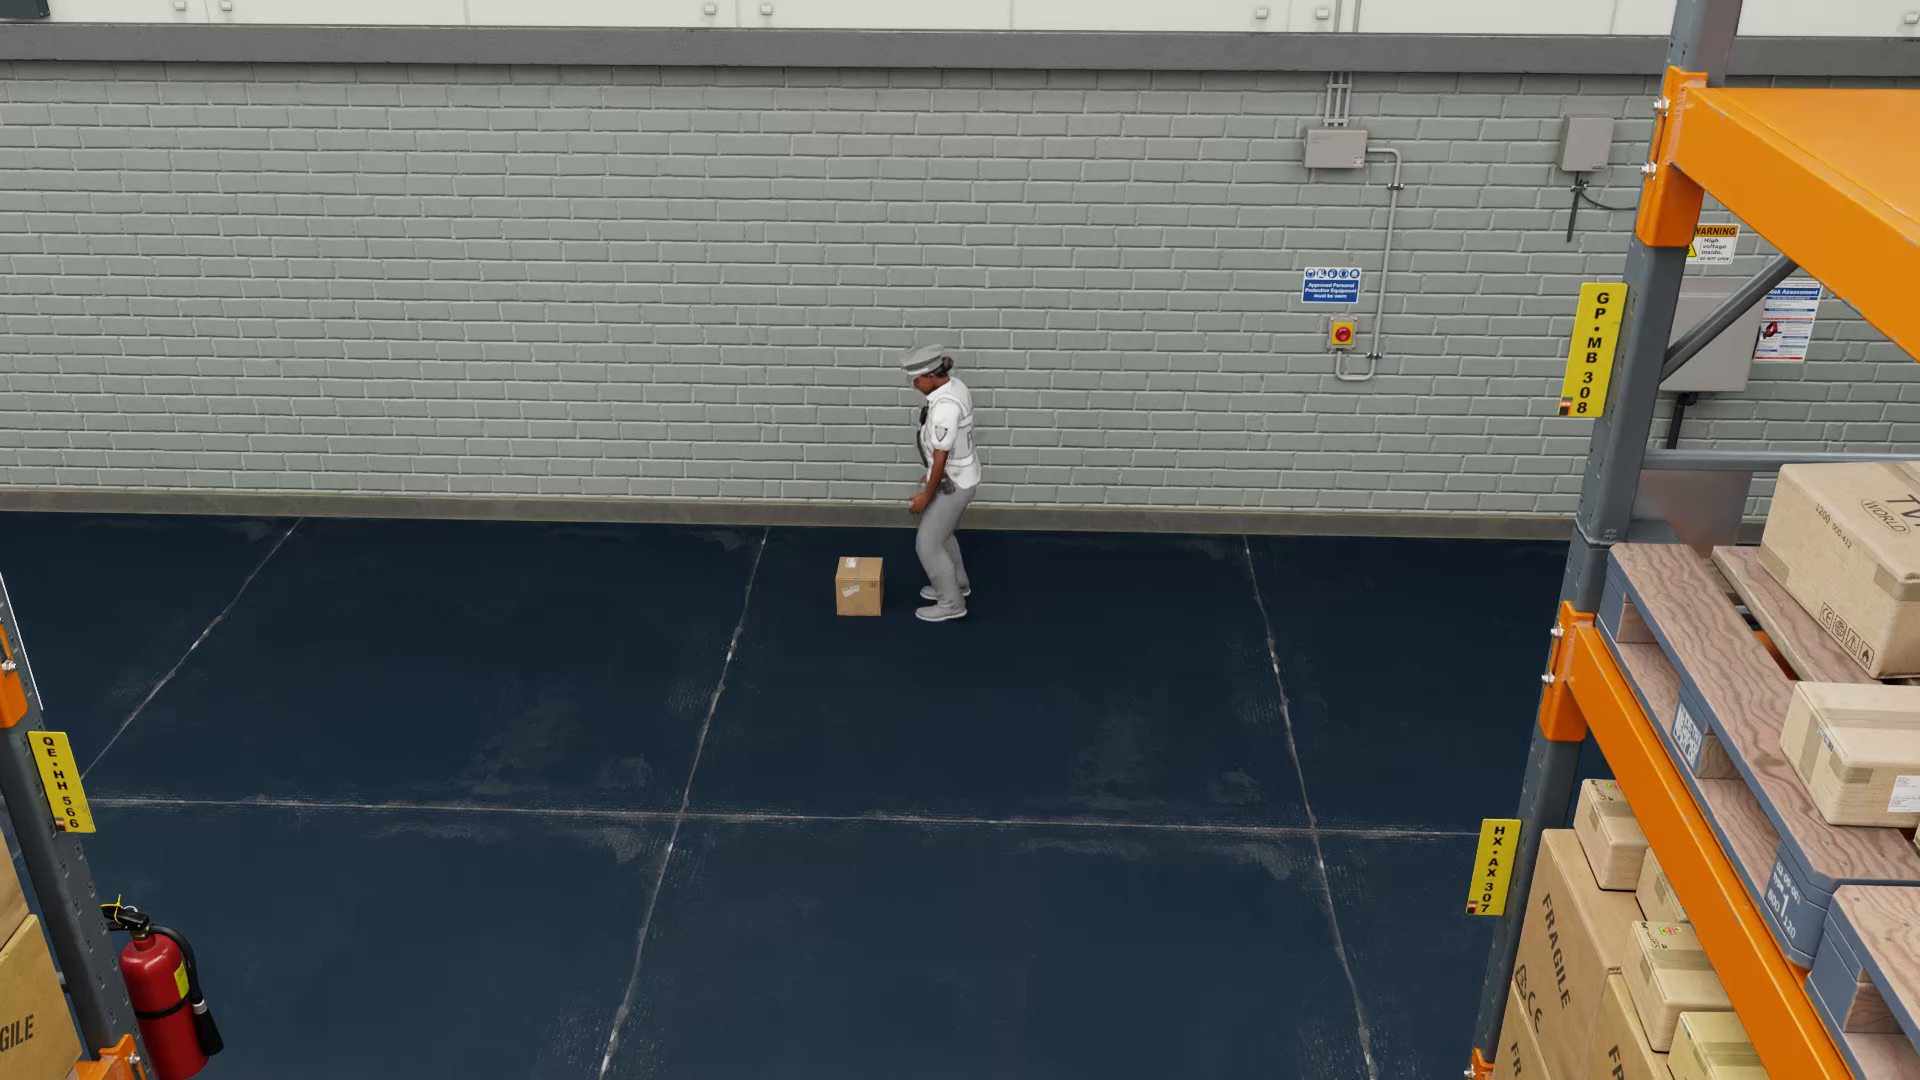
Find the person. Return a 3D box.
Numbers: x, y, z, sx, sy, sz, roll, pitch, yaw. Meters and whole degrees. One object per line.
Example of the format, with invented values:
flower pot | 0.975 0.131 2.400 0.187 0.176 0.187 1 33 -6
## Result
person | -0.104 -0.311 9.260 0.442 1.624 0.457 2 28 3
